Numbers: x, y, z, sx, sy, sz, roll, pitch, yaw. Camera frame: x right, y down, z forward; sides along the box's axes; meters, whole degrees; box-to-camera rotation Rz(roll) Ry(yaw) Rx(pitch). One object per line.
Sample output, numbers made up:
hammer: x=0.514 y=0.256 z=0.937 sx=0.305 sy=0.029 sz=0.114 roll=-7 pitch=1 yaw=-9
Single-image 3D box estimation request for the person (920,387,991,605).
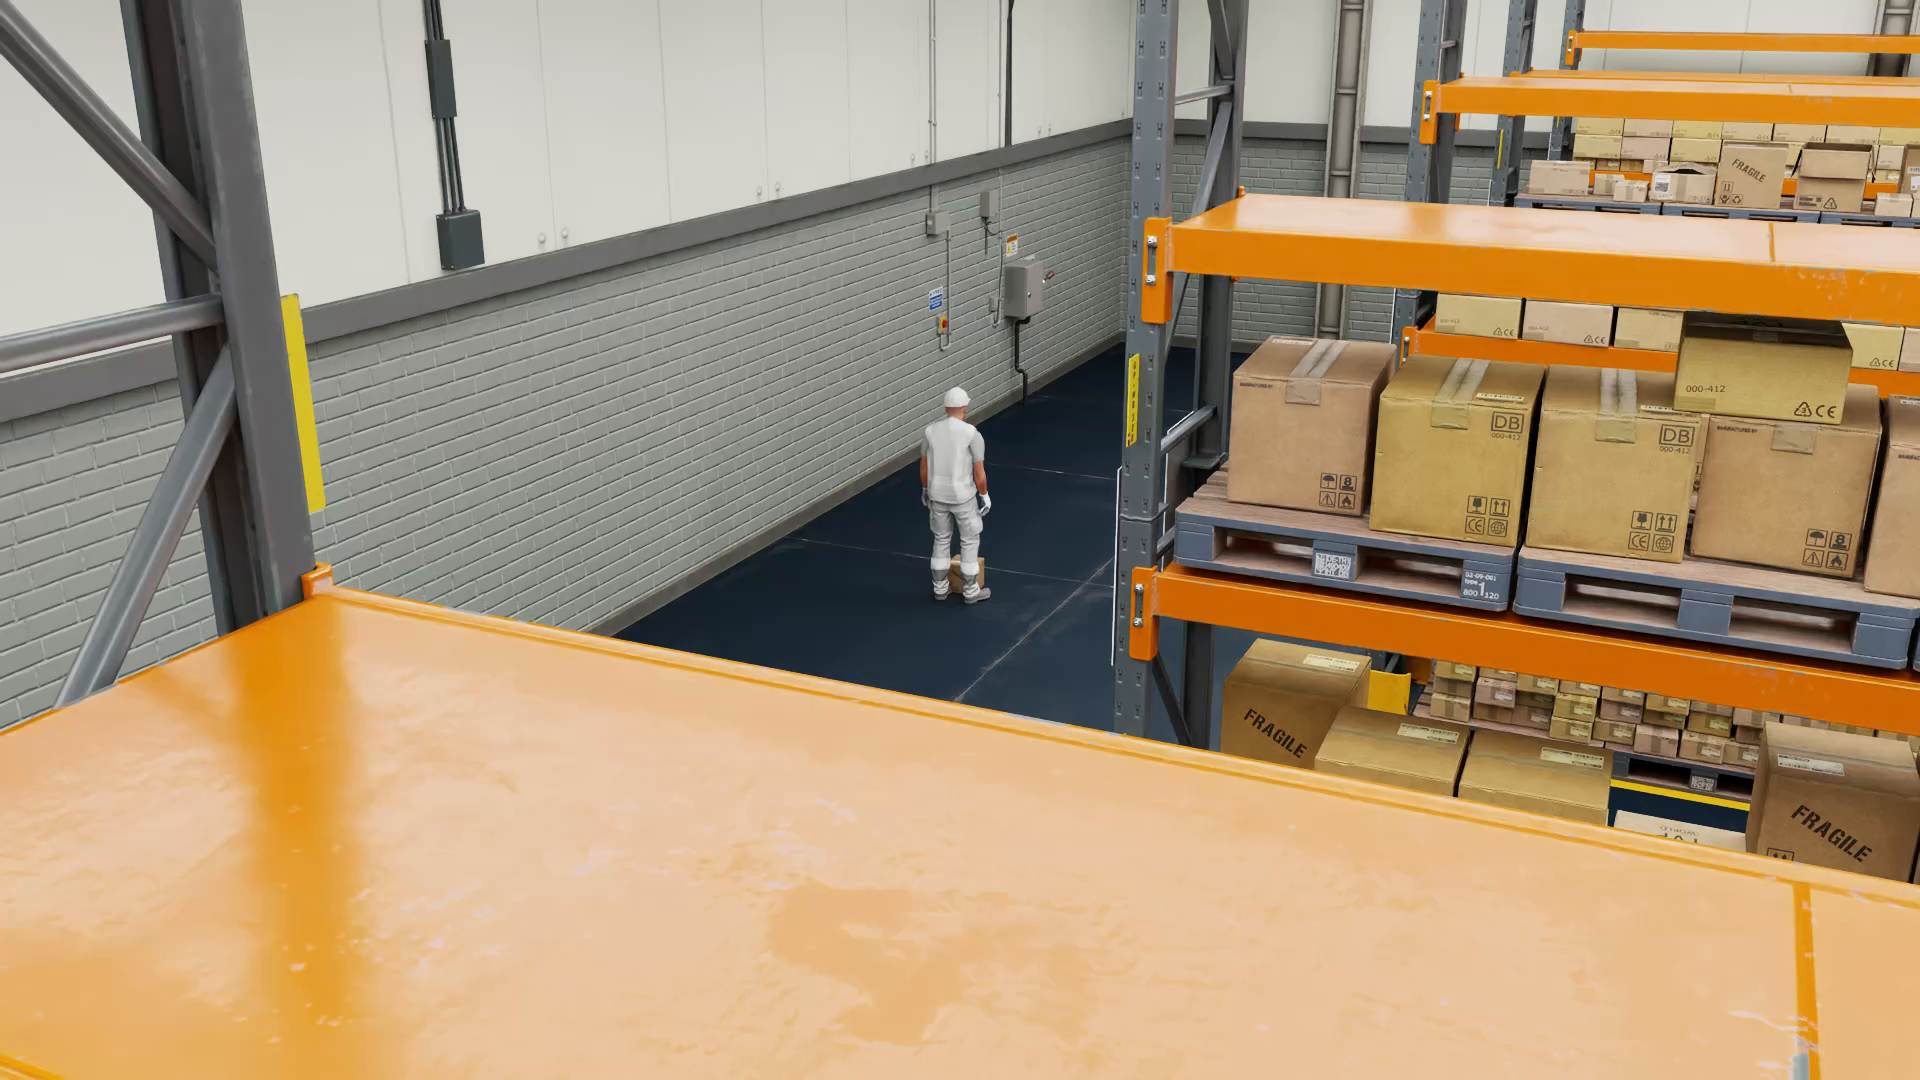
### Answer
person: x=-0.038 y=-0.362 z=13.602 sx=0.607 sy=1.779 sz=0.452 roll=8 pitch=20 yaw=23
